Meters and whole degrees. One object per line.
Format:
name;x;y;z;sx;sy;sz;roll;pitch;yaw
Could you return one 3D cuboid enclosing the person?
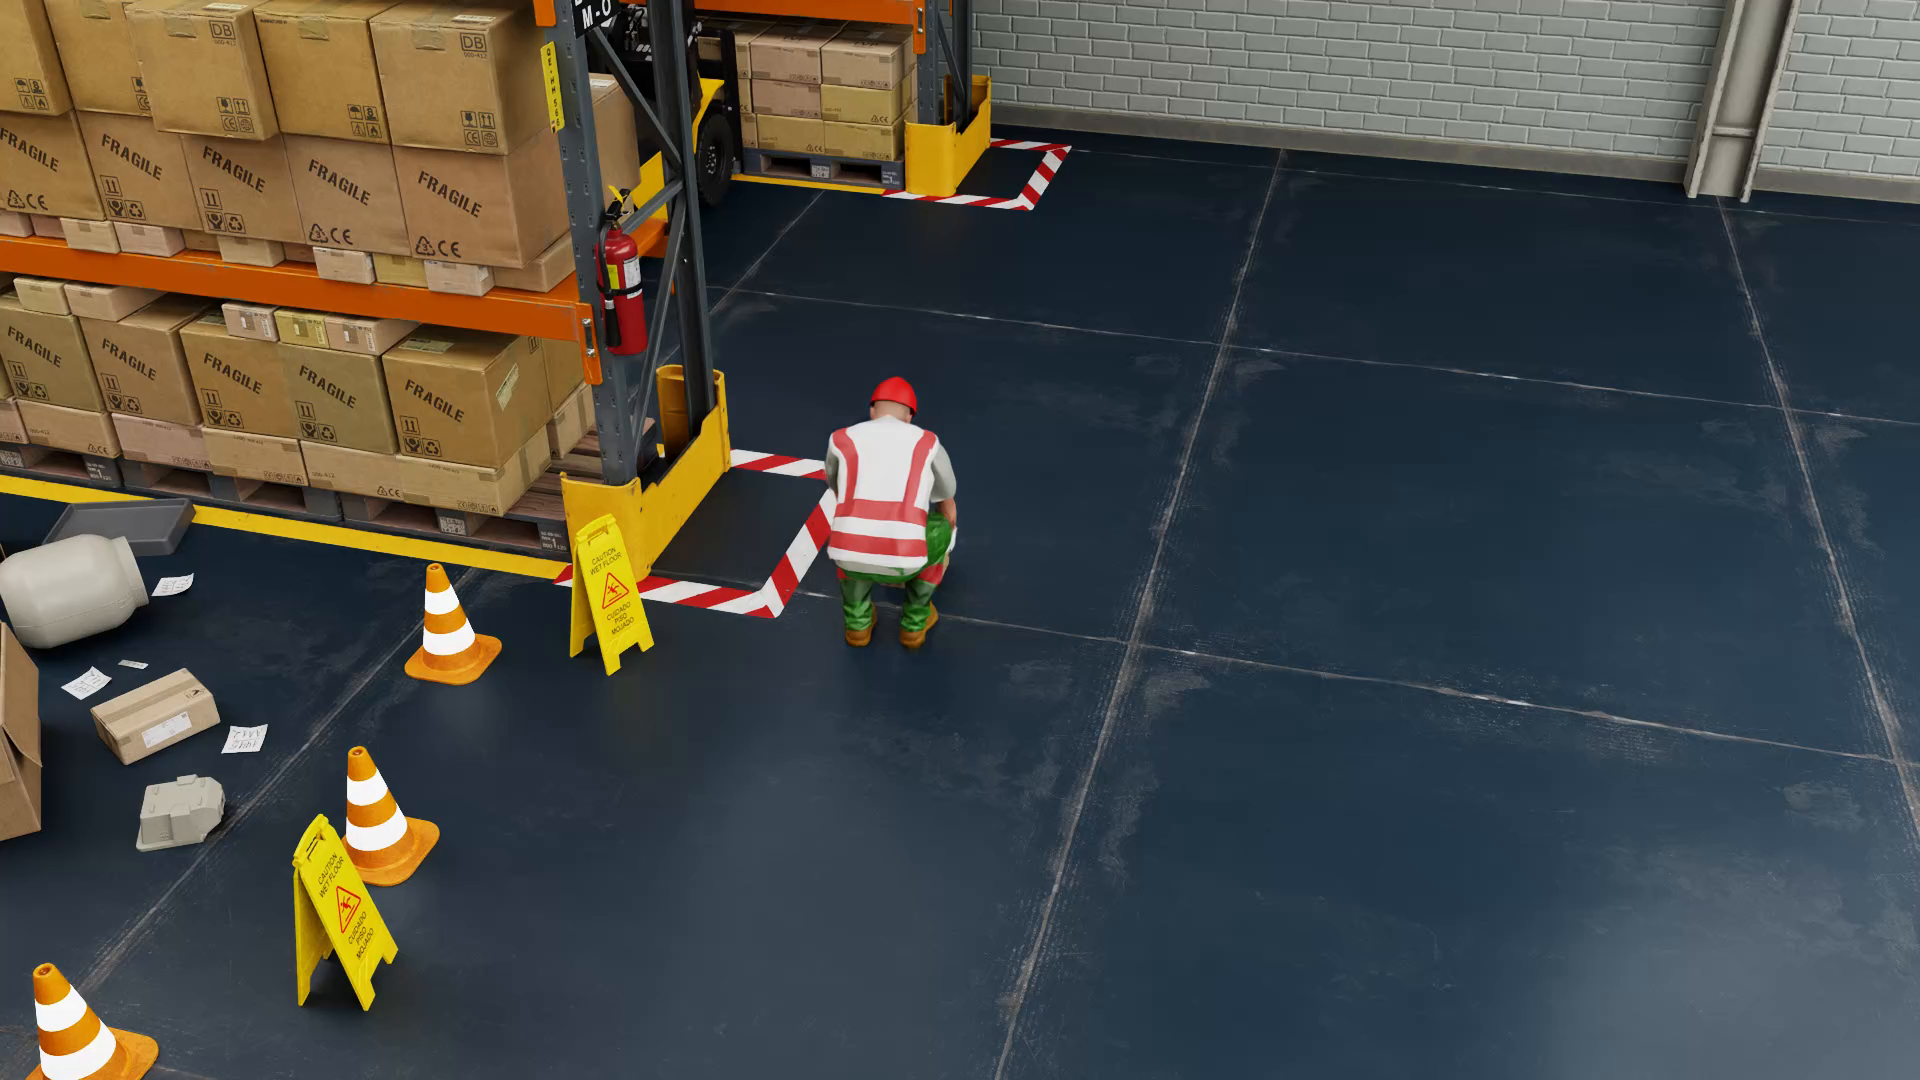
person;-0.316;-0.082;6.988;0.568;0.994;0.877;6;33;10
